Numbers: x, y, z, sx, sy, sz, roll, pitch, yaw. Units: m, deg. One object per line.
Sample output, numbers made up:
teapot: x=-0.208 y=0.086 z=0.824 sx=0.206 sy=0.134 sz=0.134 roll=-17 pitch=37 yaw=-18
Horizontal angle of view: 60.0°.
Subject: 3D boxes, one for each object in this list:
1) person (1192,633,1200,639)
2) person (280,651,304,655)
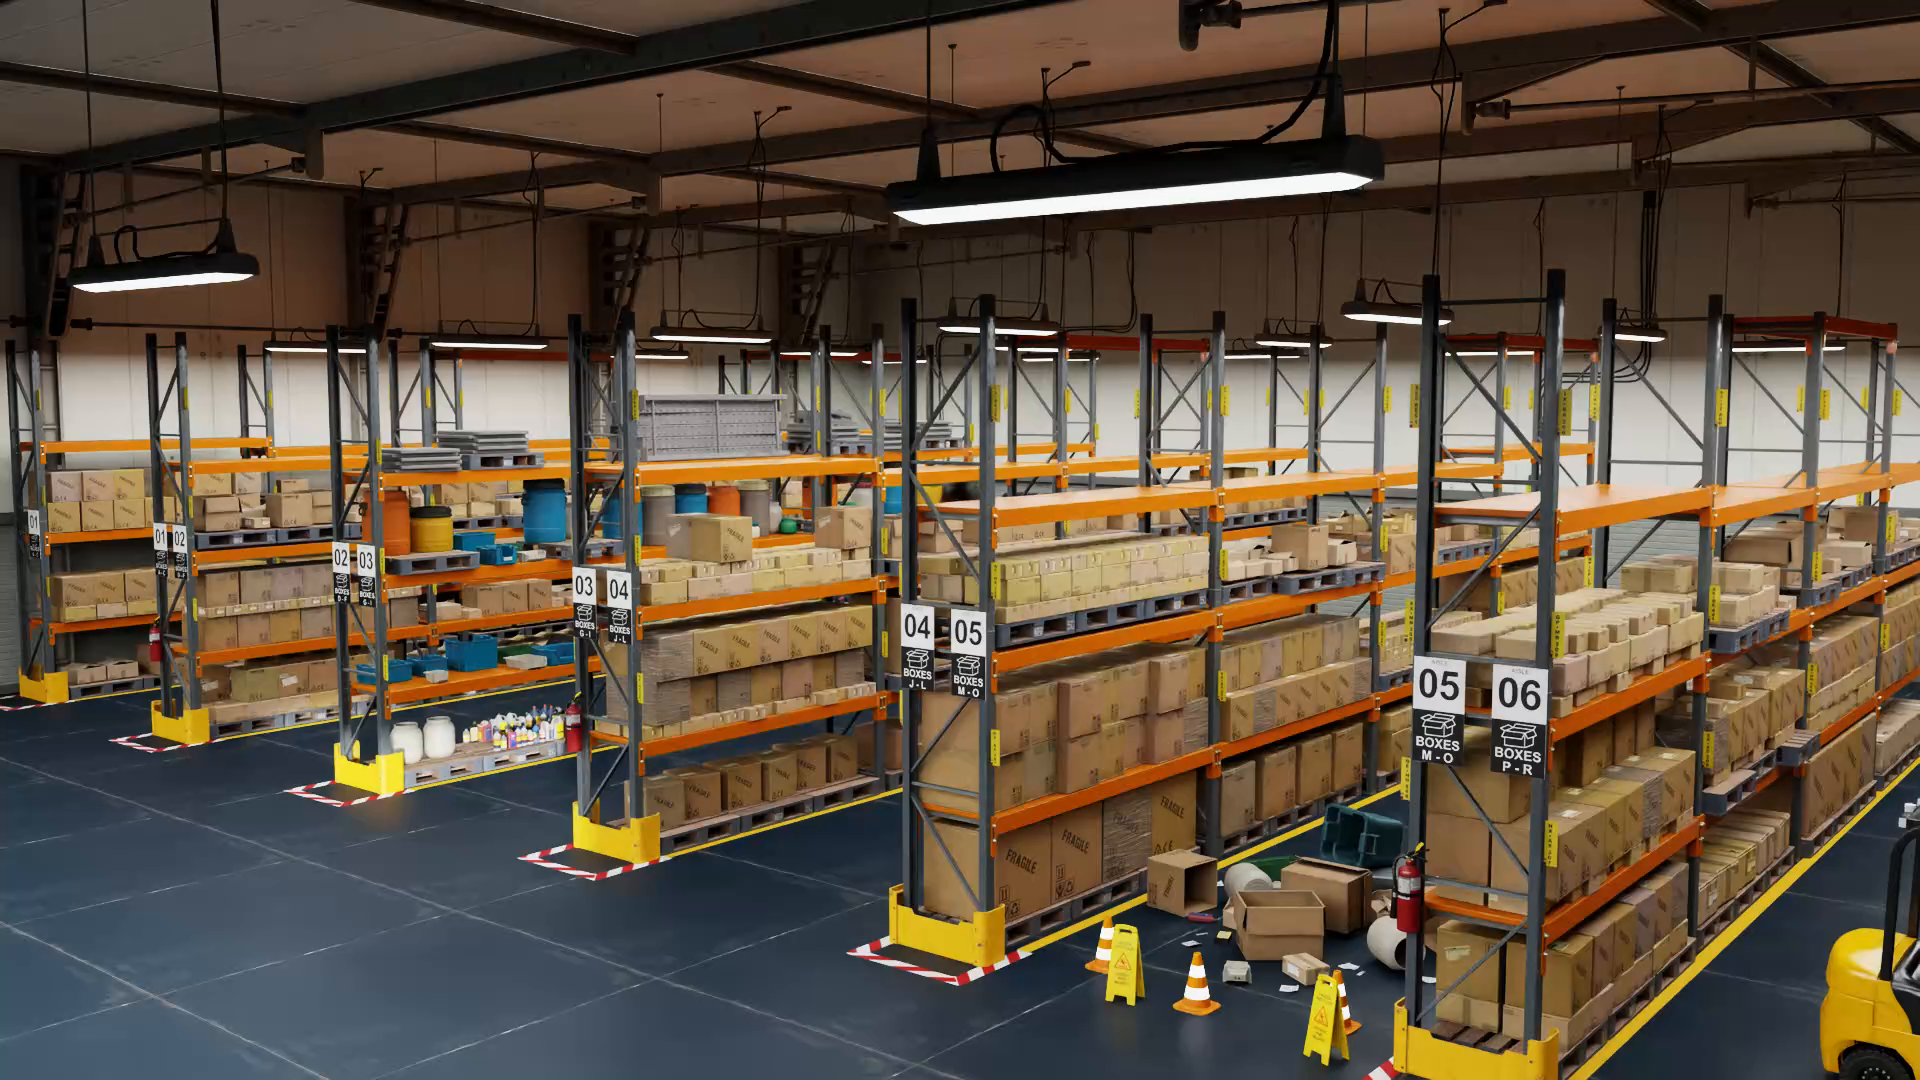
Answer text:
person: x=3.239 y=2.114 z=23.162 sx=0.441 sy=1.638 sz=0.956 roll=3 pitch=6 yaw=34
person: x=-11.549 y=1.770 z=28.859 sx=0.659 sy=1.670 sz=0.536 roll=-3 pitch=6 yaw=-34
